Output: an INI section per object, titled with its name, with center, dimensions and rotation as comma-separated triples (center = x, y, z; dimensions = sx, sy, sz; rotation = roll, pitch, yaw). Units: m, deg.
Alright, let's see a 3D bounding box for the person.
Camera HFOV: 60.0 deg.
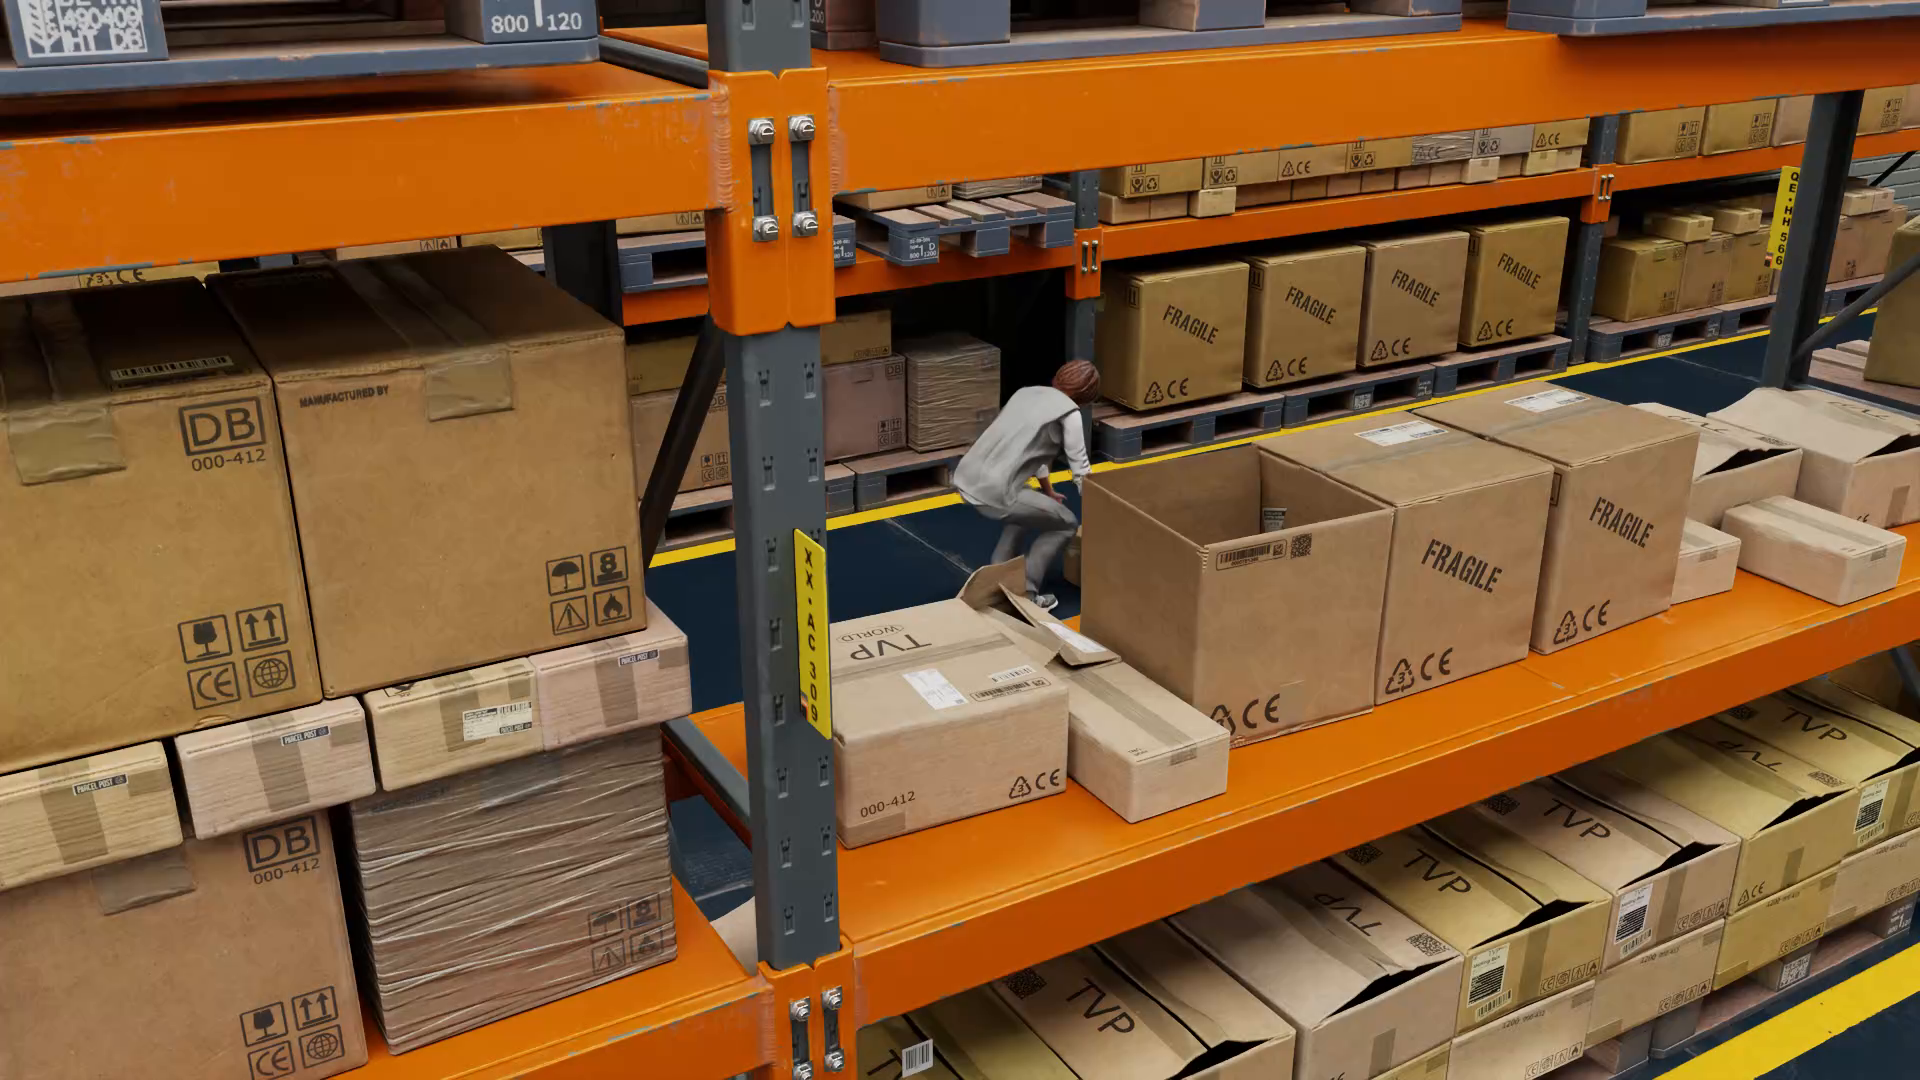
[person]
center = 0.302, -0.227, 7.380
dimensions = 0.754, 1.061, 0.461
rotation = -13, 25, -28
